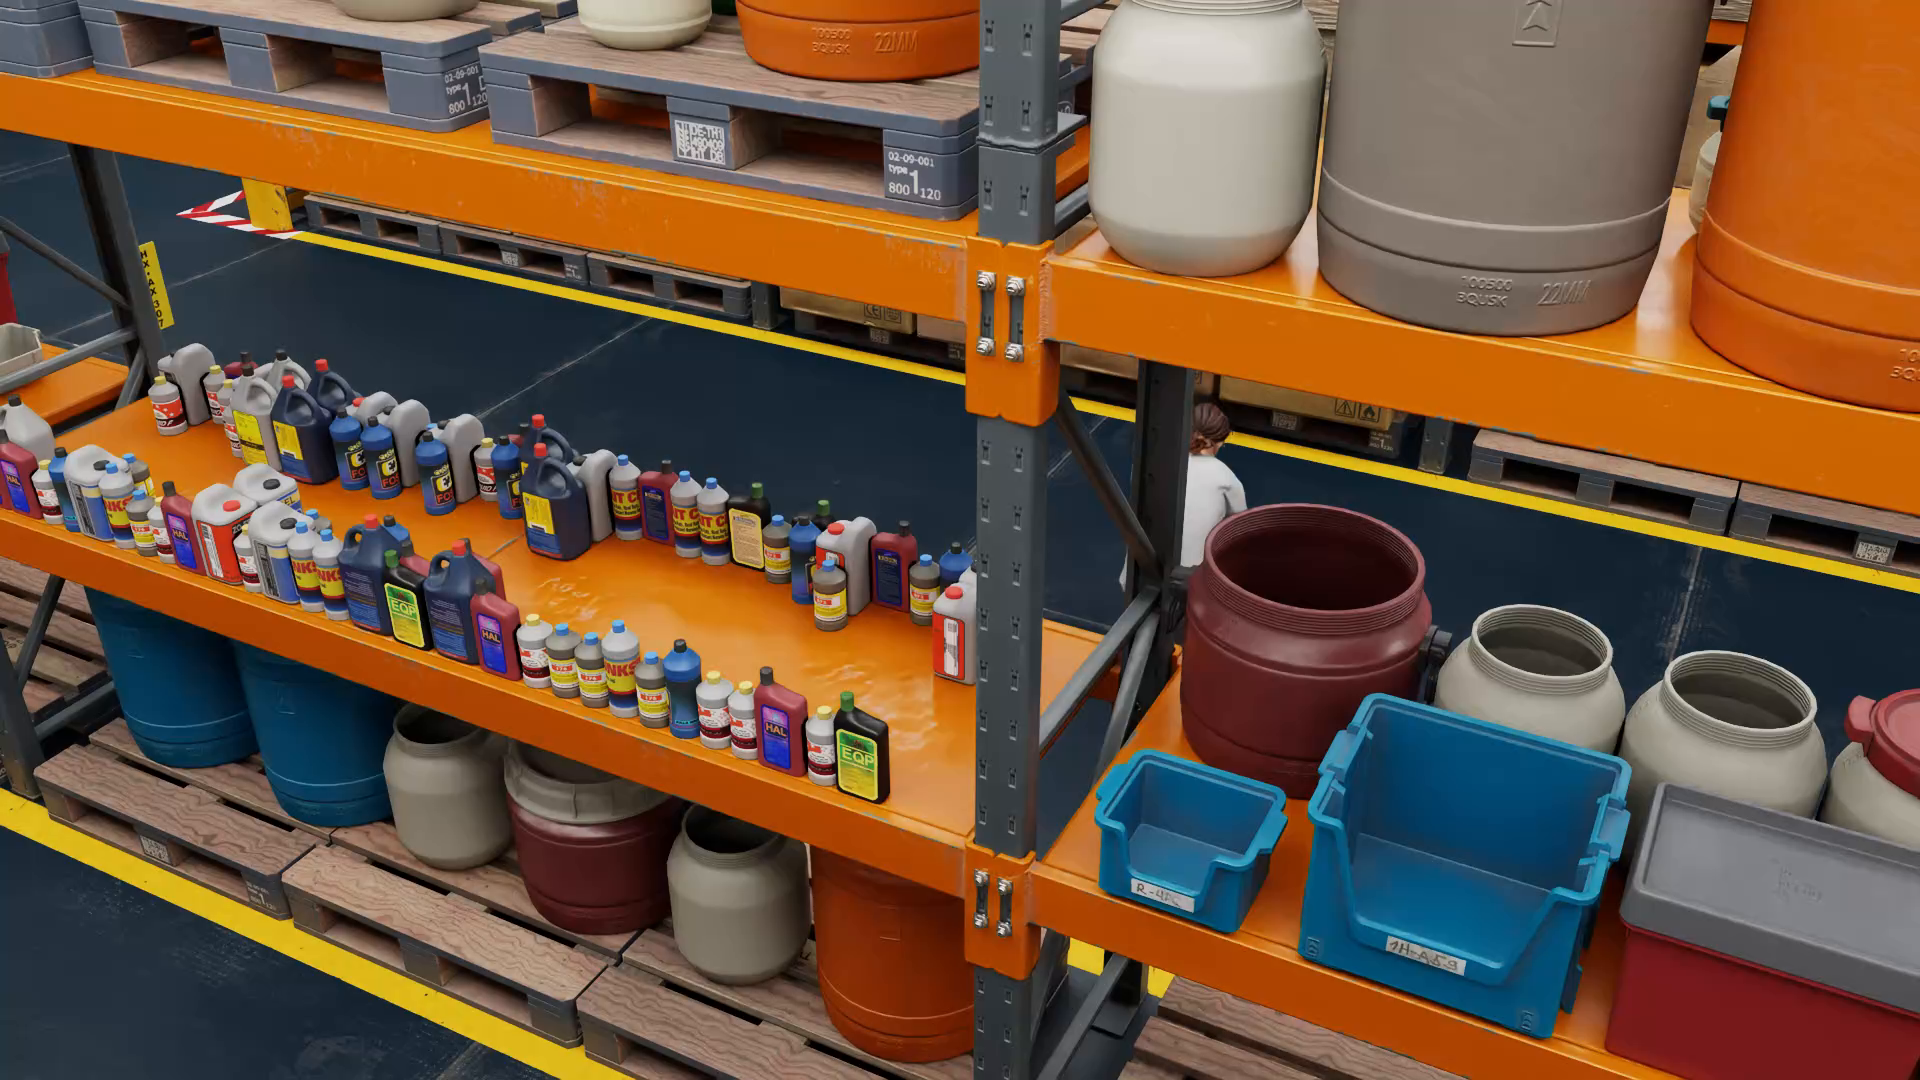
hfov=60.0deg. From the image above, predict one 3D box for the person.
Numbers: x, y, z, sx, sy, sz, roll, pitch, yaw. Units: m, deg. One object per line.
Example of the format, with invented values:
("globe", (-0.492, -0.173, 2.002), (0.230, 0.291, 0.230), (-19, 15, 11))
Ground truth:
("person", (0.858, 0.080, 6.553), (0.490, 1.116, 0.746), (14, 33, 23))
